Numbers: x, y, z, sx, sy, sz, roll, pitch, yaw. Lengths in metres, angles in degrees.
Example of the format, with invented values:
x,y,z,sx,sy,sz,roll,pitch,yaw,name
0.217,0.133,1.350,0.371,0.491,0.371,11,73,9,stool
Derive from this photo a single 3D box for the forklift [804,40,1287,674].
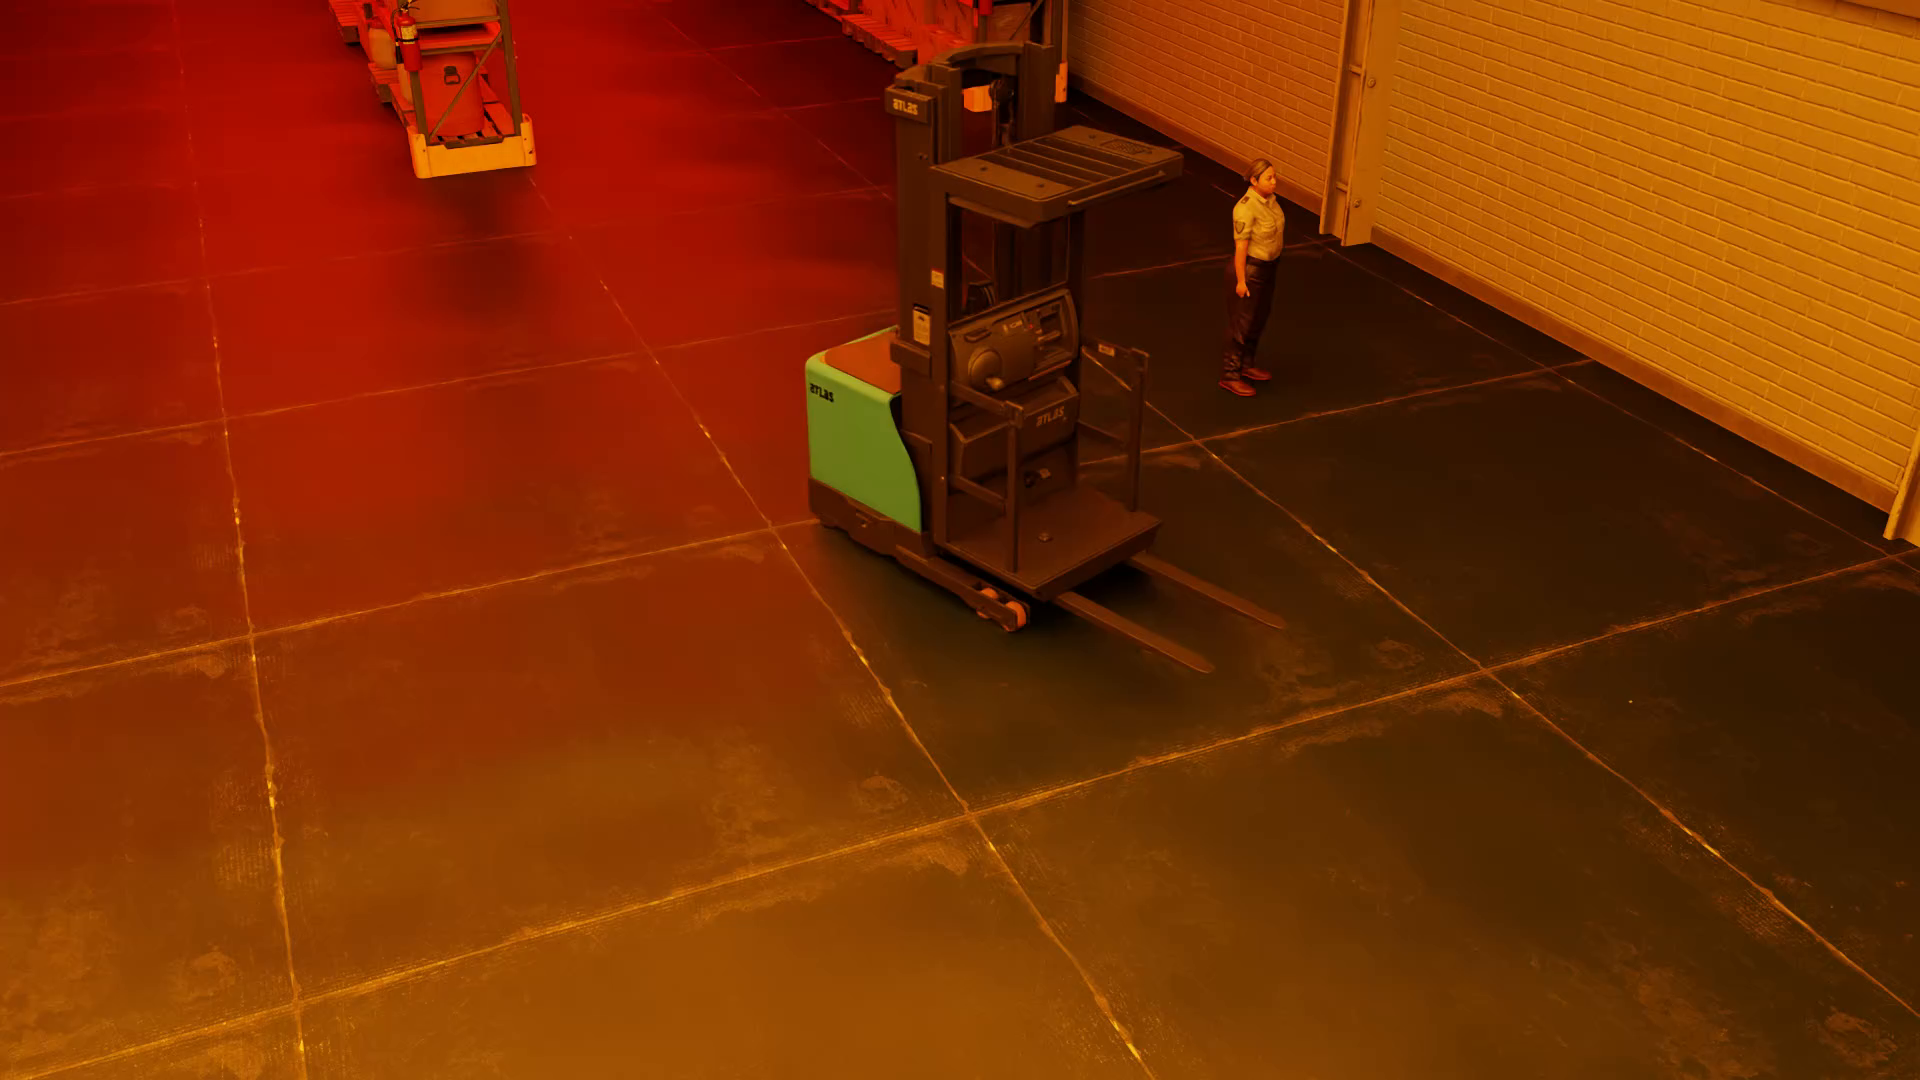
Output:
x,y,z,sx,sy,sz,roll,pitch,yaw,name
0.451,-1.055,8.965,1.130,2.935,3.031,-26,39,-37,forklift

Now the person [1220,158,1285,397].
x,y,z,sx,sy,sz,roll,pitch,yaw,name
2.060,-1.860,11.670,0.348,1.653,0.479,17,34,27,person
